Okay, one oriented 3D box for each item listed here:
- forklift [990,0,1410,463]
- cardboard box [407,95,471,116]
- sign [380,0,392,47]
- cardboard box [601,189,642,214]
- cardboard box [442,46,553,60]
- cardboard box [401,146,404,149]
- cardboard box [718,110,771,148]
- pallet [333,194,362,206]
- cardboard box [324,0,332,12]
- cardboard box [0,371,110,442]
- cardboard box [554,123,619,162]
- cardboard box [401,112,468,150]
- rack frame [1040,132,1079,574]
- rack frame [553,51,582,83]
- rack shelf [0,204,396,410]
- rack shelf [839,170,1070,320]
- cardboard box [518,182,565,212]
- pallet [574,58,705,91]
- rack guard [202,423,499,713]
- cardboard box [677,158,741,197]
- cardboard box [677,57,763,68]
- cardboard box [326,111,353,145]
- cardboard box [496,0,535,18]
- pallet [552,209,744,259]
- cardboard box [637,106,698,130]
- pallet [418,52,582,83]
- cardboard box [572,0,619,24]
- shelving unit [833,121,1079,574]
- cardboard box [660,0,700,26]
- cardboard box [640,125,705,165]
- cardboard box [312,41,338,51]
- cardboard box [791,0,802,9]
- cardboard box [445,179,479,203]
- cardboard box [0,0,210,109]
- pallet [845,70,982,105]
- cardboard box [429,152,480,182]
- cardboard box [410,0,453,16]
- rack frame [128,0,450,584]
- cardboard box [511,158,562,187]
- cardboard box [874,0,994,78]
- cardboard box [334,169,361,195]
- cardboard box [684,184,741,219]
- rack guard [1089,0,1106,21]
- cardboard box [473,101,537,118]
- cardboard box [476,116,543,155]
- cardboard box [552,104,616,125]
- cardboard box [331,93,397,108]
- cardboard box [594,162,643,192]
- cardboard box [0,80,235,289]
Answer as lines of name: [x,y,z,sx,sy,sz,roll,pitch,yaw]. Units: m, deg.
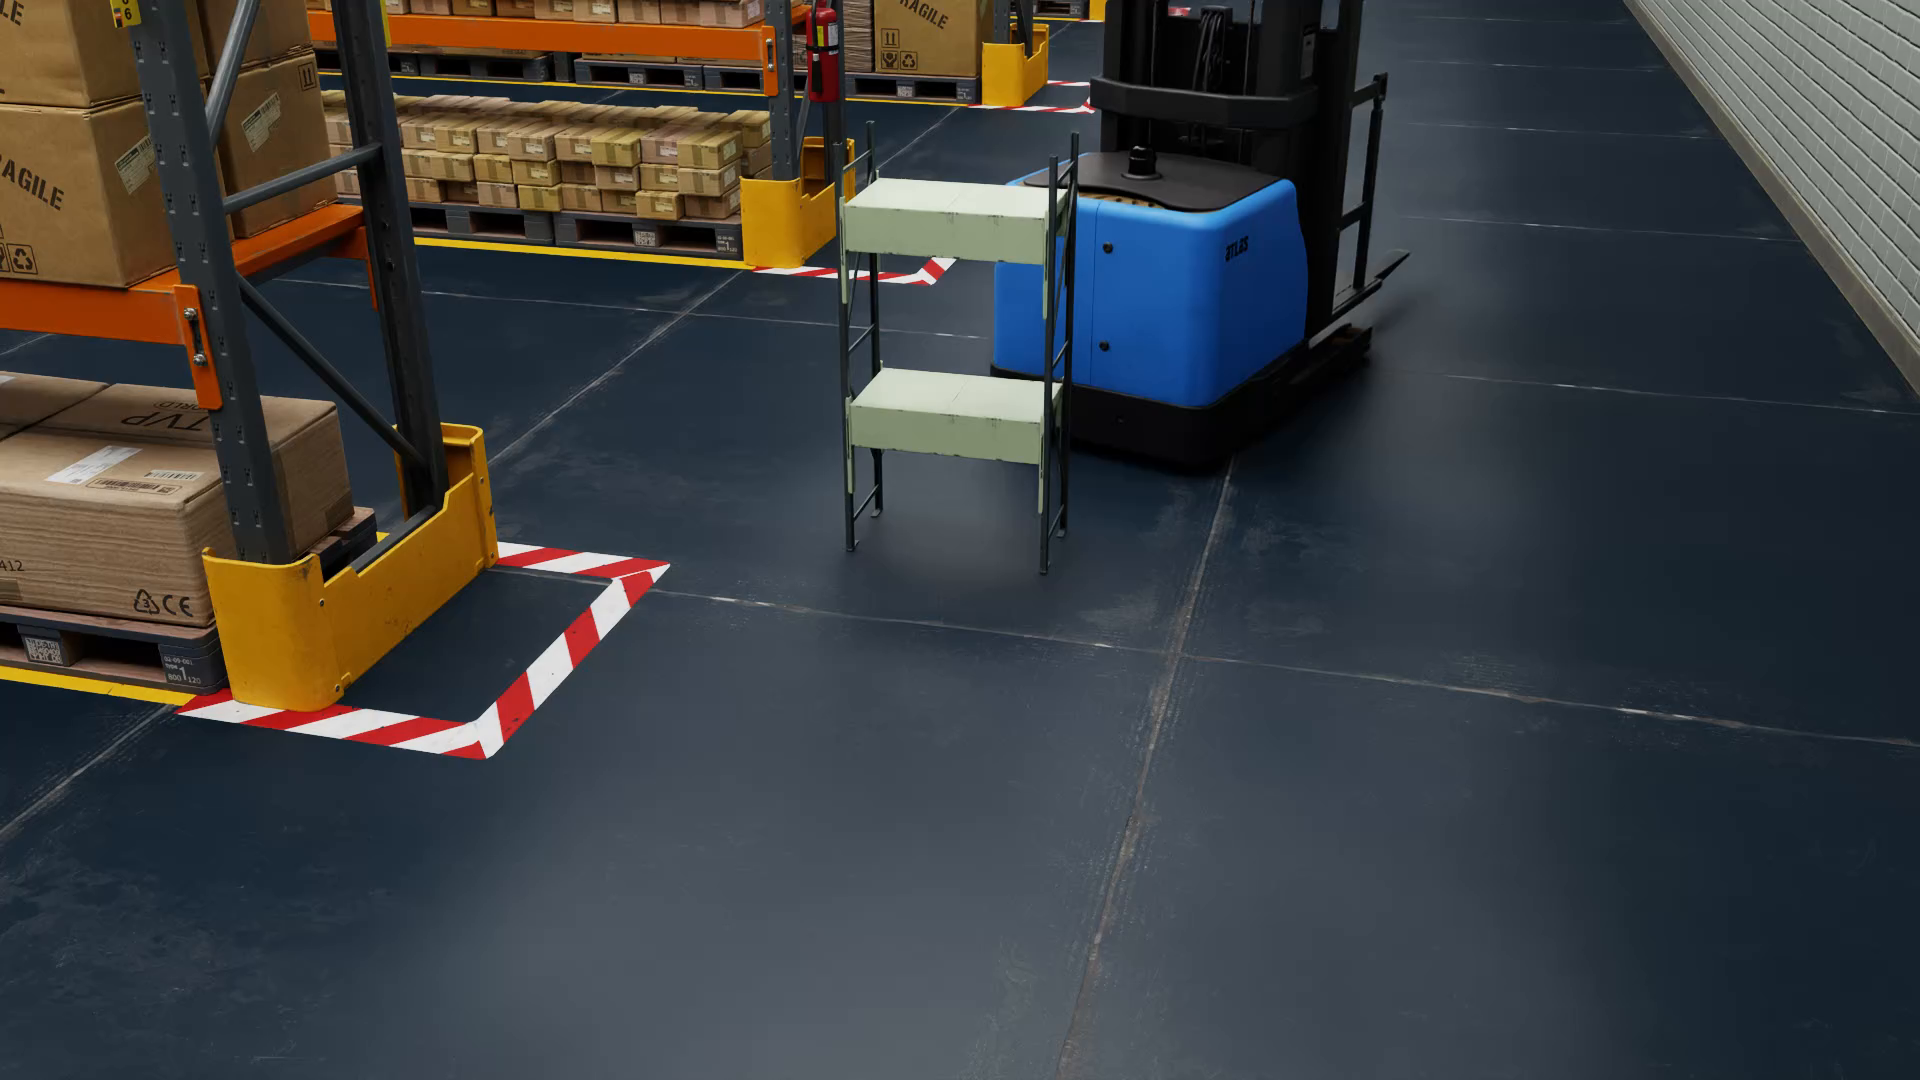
forklift: [1.344,-2.220,7.503,1.130,2.935,3.031,15,29,29]
cardboard box: [-3.324,-2.736,10.642,0.250,0.149,0.380,5,26,10]
sign: [-1.868,-1.737,5.309,0.005,0.325,0.100,6,26,13]
cardboard box: [-1.947,-2.073,9.942,0.250,0.149,0.380,6,26,13]
cardboard box: [-4.042,-4.924,15.087,0.875,0.875,1.225,6,26,13]
cardboard box: [-3.446,-2.374,10.229,0.250,0.149,0.380,8,26,15]
cardboard box: [-1.300,-2.520,10.189,0.250,0.149,0.380,5,26,11]
pallet: [-4.091,-2.263,10.759,1.213,0.211,1.003,6,26,13]
cardboard box: [-3.528,-3.210,9.796,0.250,0.149,0.380,7,26,14]
cardboard box: [-3.564,-0.236,5.748,0.875,0.438,0.875,7,26,14]
cardboard box: [-2.199,-2.353,9.839,0.250,0.149,0.380,5,26,11]
cardboard box: [-3.191,-2.492,10.131,0.250,0.149,0.380,5,26,11]
rack frame: [0.348,-0.639,5.847,0.023,1.500,0.400,6,26,13]
rack frame: [-3.418,-5.634,14.594,0.127,3.000,1.000,6,26,13]
rack shelf: [-3.949,-0.969,5.633,4.000,0.370,1.077,6,26,13]
rack shelf: [-0.006,-1.030,5.761,0.720,0.370,0.431,6,26,13]
cardboard box: [-2.452,-2.095,9.989,0.250,0.149,0.380,5,26,11]
pallet: [-2.701,-4.261,14.954,1.213,0.211,1.003,6,26,13]
rack guard: [-1.988,0.051,5.560,0.348,0.500,1.175,6,26,13]
cardboard box: [-1.459,-2.126,9.708,0.250,0.149,0.380,6,26,12]
cardboard box: [-1.927,-4.664,14.539,0.875,0.875,0.875,6,26,13]
cardboard box: [-3.701,-2.548,10.249,0.250,0.149,0.380,6,26,12]
cardboard box: [-2.489,-3.130,9.627,0.250,0.149,0.380,5,26,11]
pallet: [-1.728,-2.002,10.210,1.213,0.211,1.003,6,26,13]
cardboard box: [-1.809,-2.580,10.315,0.250,0.149,0.380,6,26,13]
pallet: [-4.184,-4.426,15.301,1.213,0.211,1.003,6,26,13]
cardboard box: [-1.994,-3.036,9.429,0.250,0.149,0.380,7,26,14]
shelving unit: [-0.006,-0.678,5.929,0.755,1.500,0.431,6,26,13]
cardboard box: [-1.494,-2.997,9.349,0.250,0.149,0.380,6,26,13]
cardboard box: [-1.682,-2.324,9.779,0.250,0.149,0.380,7,26,14]
cardboard box: [-5.767,-5.111,15.479,0.875,0.875,1.225,6,26,13]
cardboard box: [-1.109,-3.209,9.793,0.250,0.149,0.380,6,26,13]
cardboard box: [-2.938,-2.191,10.191,0.250,0.149,0.380,7,26,14]
cardboard box: [-2.538,-1.529,4.692,0.500,0.500,0.500,7,26,15]
pallet: [-0.337,-3.999,14.405,1.213,0.211,1.003,6,26,13]
cardboard box: [-2.985,-2.284,10.040,0.250,0.149,0.380,7,26,14]
cardboard box: [-2.999,-3.170,9.710,0.250,0.149,0.380,7,26,15]
rack frame: [-2.012,-1.080,5.029,0.127,3.000,1.000,6,26,13]
cardboard box: [-2.467,-2.231,9.928,0.250,0.149,0.380,7,26,14]
cardboard box: [-0.183,-4.471,14.135,0.875,0.875,0.875,6,26,13]
cardboard box: [-3.708,-2.269,10.355,0.250,0.149,0.380,6,26,12]
cardboard box: [-1.438,-2.023,9.838,0.250,0.149,0.380,7,26,14]
rack guard: [1.716,-6.142,18.569,0.348,0.500,1.175,6,26,13]
cardboard box: [-2.846,-2.640,10.441,0.250,0.149,0.380,6,26,13]
cardboard box: [-2.701,-2.433,10.007,0.250,0.149,0.380,5,26,11]
cardboard box: [-2.336,-2.605,10.369,0.250,0.149,0.380,7,26,15]
cardboard box: [-3.841,-2.786,10.749,0.250,0.149,0.380,6,26,13]
cardboard box: [-1.963,-2.181,9.823,0.250,0.149,0.380,5,26,11]
cardboard box: [-2.545,-1.066,4.884,0.500,0.500,0.500,6,26,13]
